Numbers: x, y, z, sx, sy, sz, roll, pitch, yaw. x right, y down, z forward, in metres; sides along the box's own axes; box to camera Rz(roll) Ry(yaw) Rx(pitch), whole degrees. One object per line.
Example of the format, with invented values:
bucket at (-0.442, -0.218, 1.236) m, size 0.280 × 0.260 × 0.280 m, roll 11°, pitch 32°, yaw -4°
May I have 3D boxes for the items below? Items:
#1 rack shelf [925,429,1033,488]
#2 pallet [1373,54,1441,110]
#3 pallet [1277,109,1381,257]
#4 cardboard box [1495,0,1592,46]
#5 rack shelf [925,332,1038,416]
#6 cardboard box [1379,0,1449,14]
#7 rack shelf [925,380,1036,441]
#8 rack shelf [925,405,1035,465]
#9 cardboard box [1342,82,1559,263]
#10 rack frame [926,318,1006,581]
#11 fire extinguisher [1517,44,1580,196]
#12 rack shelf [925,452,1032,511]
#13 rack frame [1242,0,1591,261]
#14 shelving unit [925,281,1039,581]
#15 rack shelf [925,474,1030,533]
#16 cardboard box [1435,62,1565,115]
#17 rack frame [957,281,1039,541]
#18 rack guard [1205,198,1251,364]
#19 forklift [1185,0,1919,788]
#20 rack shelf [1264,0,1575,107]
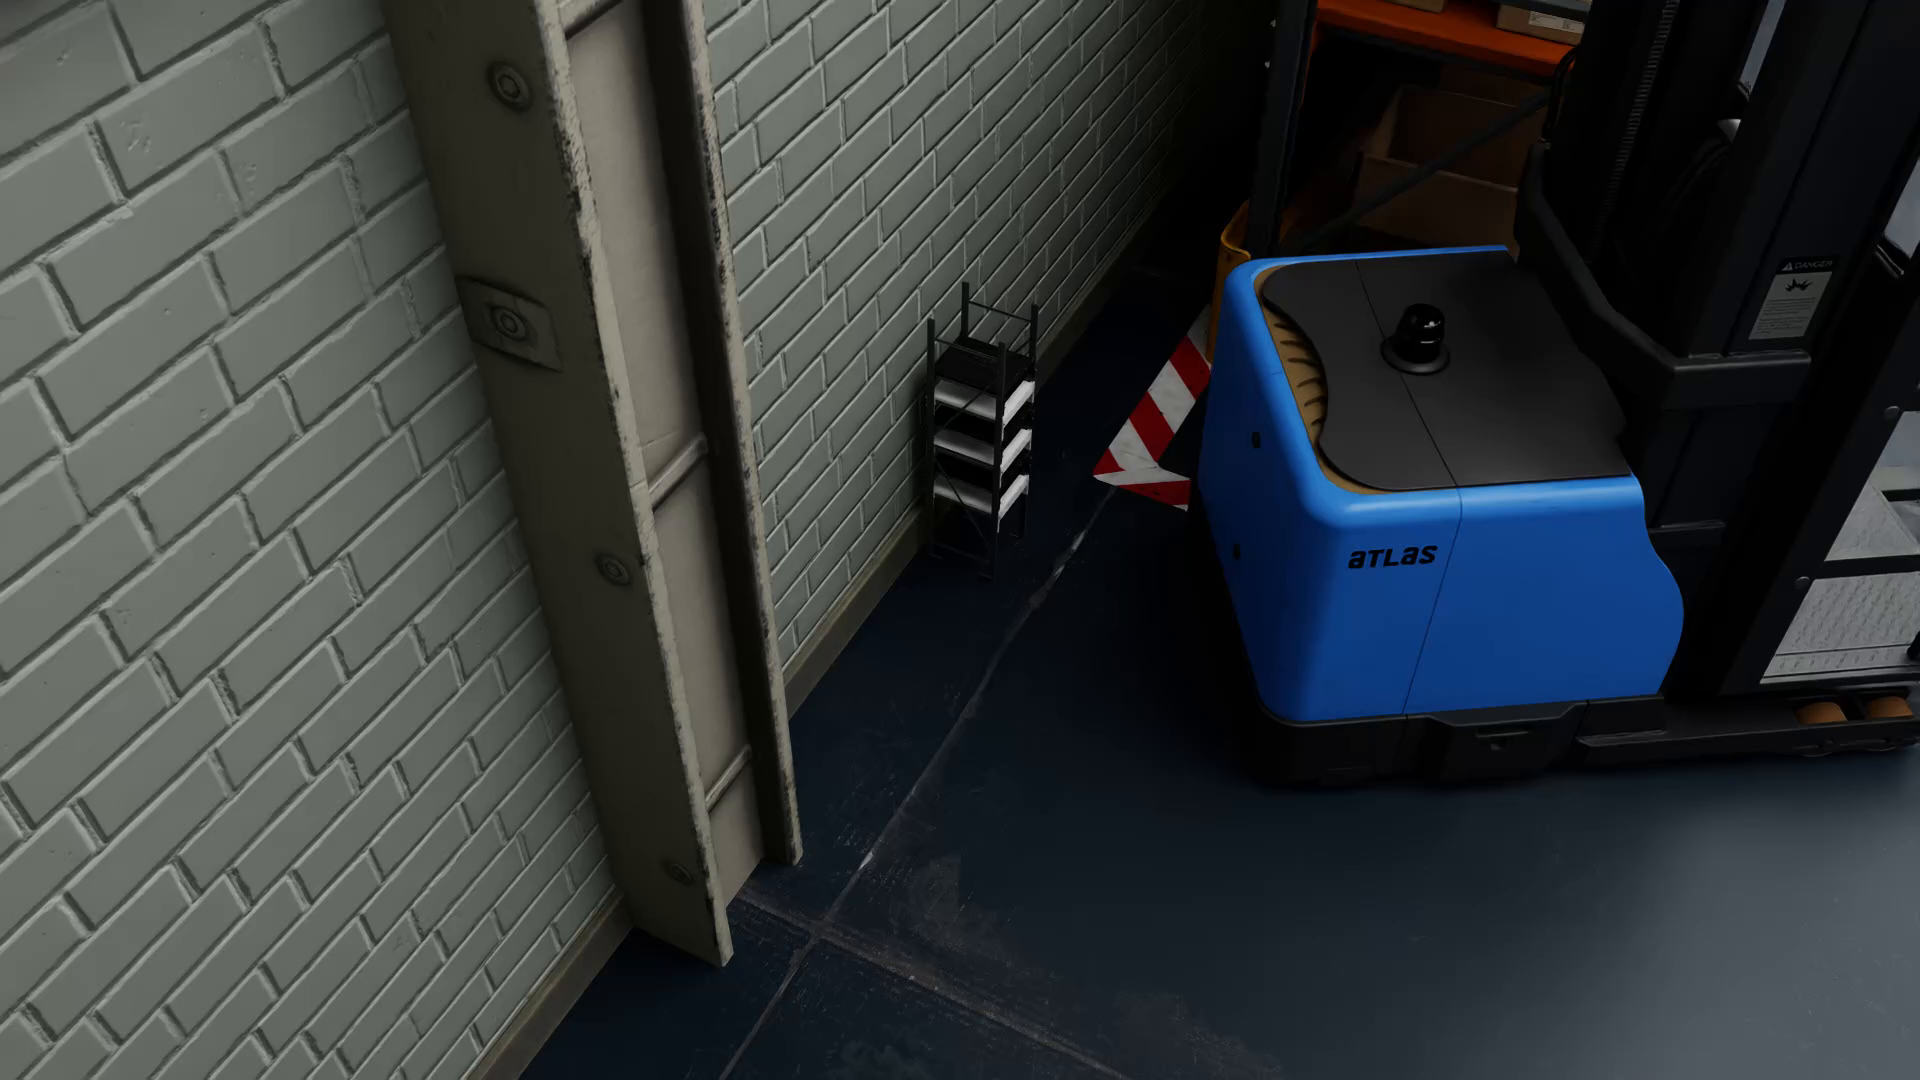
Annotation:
rack shelf at (0.057, -0.280, 4.936) m, size 0.258 × 0.077 × 0.200 m, roll 21°, pitch 47°, yaw 19°
pallet at (2.380, -1.888, 6.968) m, size 1.003 × 0.211 × 1.213 m, roll 20°, pitch 49°, yaw 19°
pallet at (1.813, -1.122, 6.211) m, size 1.003 × 0.211 × 1.213 m, roll 20°, pitch 49°, yaw 19°
cardboard box at (1.804, -1.581, 4.880) m, size 0.380 × 0.149 × 0.250 m, roll 20°, pitch 49°, yaw 19°
rack shelf at (0.062, -0.476, 4.750) m, size 0.258 × 0.077 × 0.200 m, roll 21°, pitch 47°, yaw 19°
cardboard box at (1.324, -1.761, 5.059) m, size 0.380 × 0.149 × 0.250 m, roll 20°, pitch 49°, yaw 19°
rack shelf at (0.060, -0.411, 4.812) m, size 0.258 × 0.077 × 0.200 m, roll 21°, pitch 47°, yaw 19°
rack shelf at (0.058, -0.346, 4.874) m, size 0.258 × 0.077 × 0.200 m, roll 21°, pitch 47°, yaw 19°
cardboard box at (1.776, -1.176, 5.764) m, size 0.797 × 0.503 × 0.637 m, roll 19°, pitch 48°, yaw 18°
rack frame at (0.010, -0.244, 4.847) m, size 0.240 × 0.900 × 0.006 m, roll 21°, pitch 47°, yaw 19°
fire extinguisher at (1.749, -1.149, 4.593) m, size 0.296 × 0.674 × 0.183 m, roll 20°, pitch 49°, yaw 19°
rack shelf at (0.055, -0.215, 4.998) m, size 0.258 × 0.077 × 0.200 m, roll 21°, pitch 47°, yaw 19°
rack frame at (1.408, -1.552, 4.675) m, size 1.000 × 3.000 × 0.127 m, roll 20°, pitch 49°, yaw 19°
shelving unit at (0.057, -0.305, 4.913) m, size 0.258 × 0.900 × 0.210 m, roll 21°, pitch 47°, yaw 19°
rack shelf at (0.054, -0.150, 5.060) m, size 0.258 × 0.077 × 0.200 m, roll 21°, pitch 47°, yaw 19°
cardboard box at (2.207, -1.701, 6.284) m, size 0.700 × 0.500 × 0.500 m, roll 22°, pitch 49°, yaw 21°
rack frame at (0.105, -0.366, 4.979) m, size 0.240 × 0.900 × 0.006 m, roll 21°, pitch 47°, yaw 19°
rack guard at (1.444, -0.722, 5.612) m, size 1.175 × 0.500 × 0.348 m, roll 20°, pitch 49°, yaw 19°
forklift at (2.247, -0.797, 3.977) m, size 3.031 × 2.935 × 1.130 m, roll -4°, pitch 45°, yaw -4°
rack shelf at (2.337, -2.559, 6.176) m, size 1.077 × 0.370 × 4.000 m, roll 20°, pitch 49°, yaw 19°
